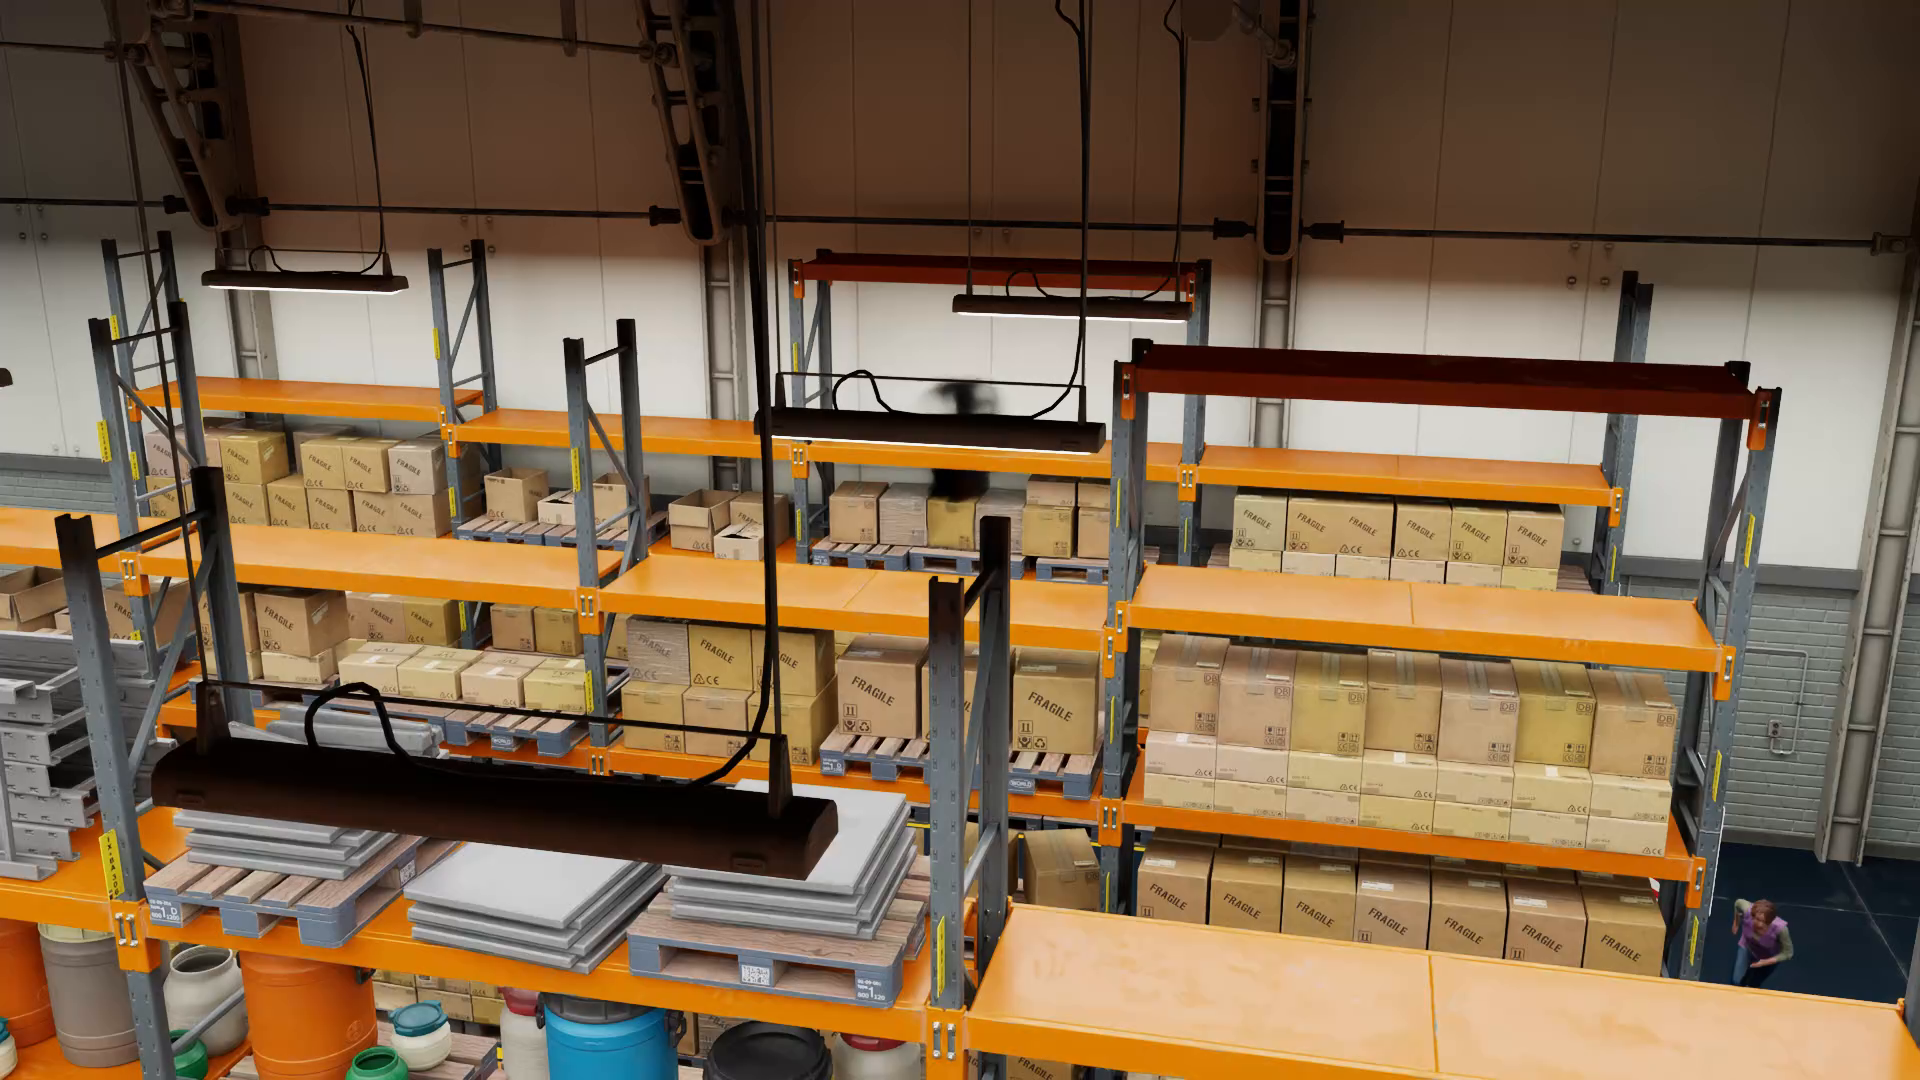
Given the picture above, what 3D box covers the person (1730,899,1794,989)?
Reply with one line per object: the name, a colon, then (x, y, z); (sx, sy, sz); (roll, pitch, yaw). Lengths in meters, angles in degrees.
person: (6.746, 3.502, 13.995); (0.524, 1.391, 1.037); (11, 20, 33)
